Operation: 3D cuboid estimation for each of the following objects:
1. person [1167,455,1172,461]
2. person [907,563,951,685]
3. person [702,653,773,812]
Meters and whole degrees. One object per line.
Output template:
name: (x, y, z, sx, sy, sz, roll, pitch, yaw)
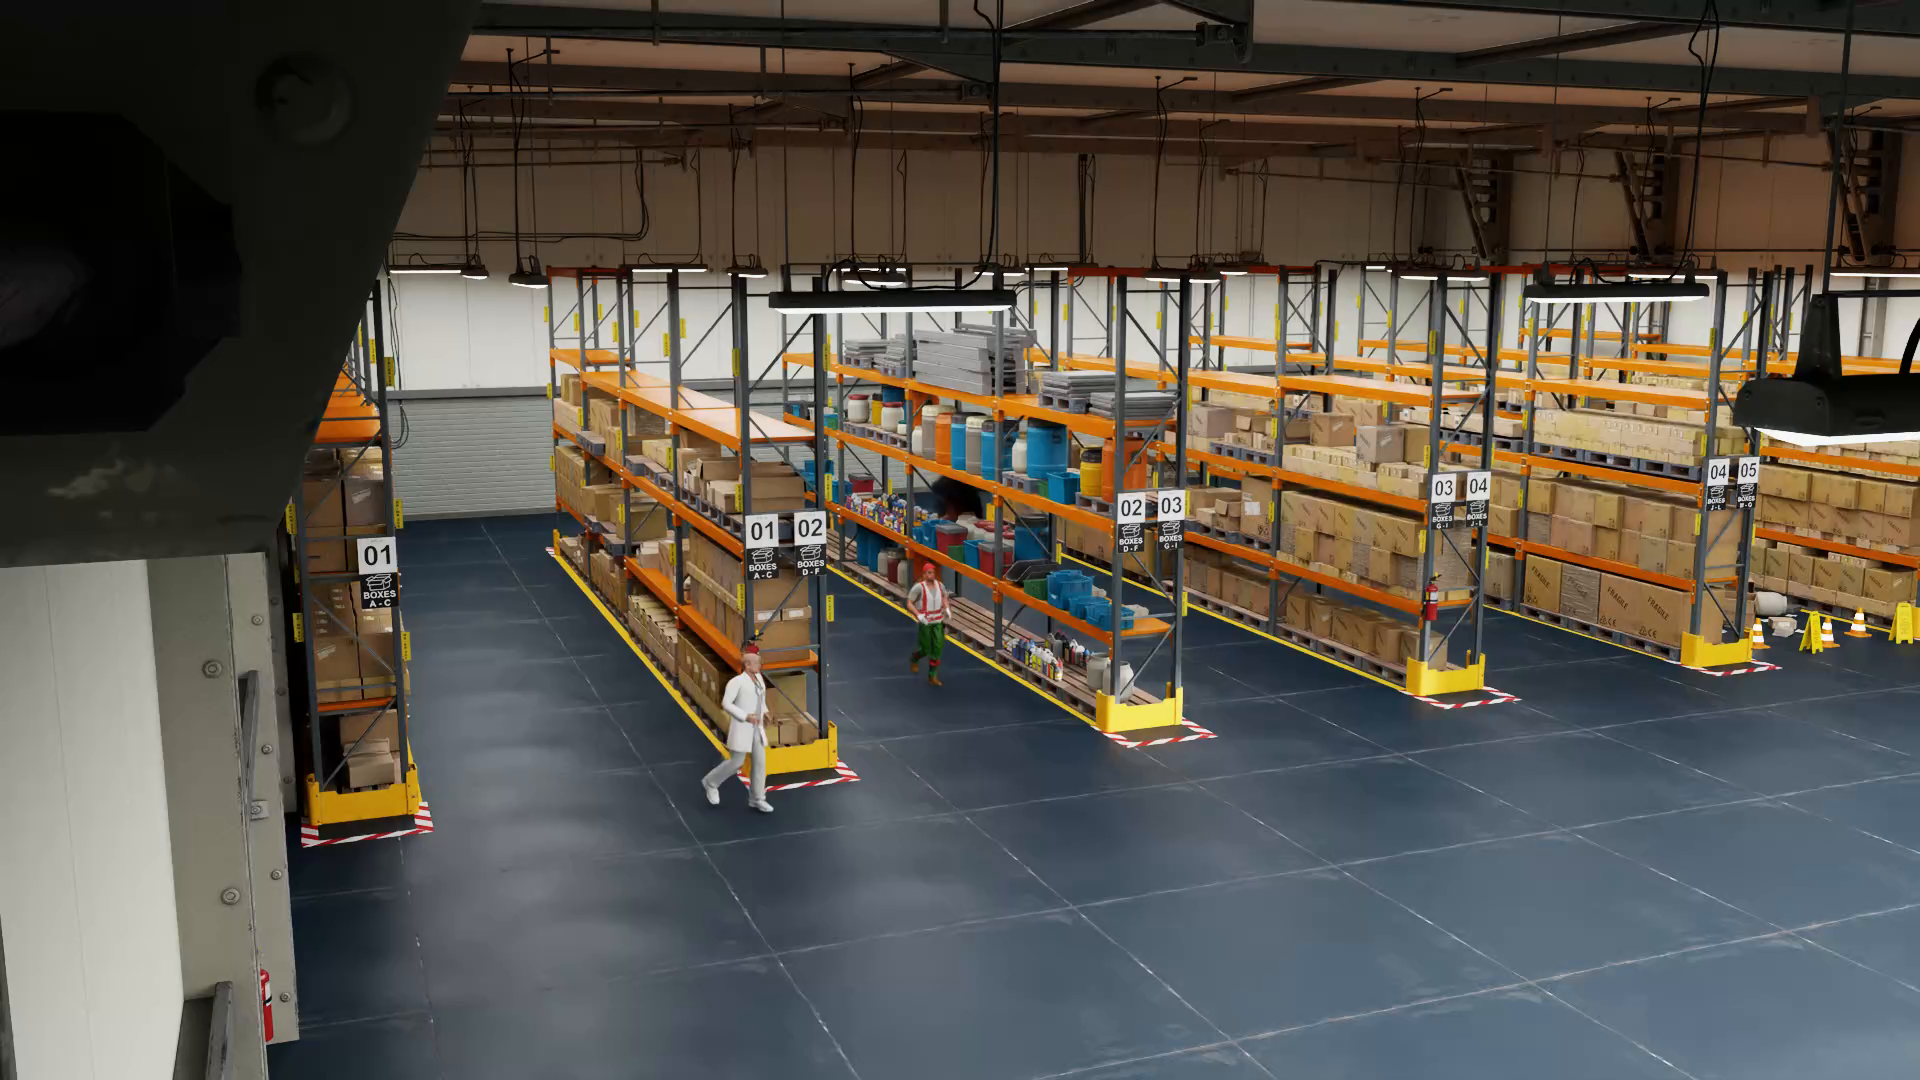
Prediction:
person: (4.729, -1.142, 38.372, 0.614, 1.646, 0.529, -4, 11, -20)
person: (-0.459, 1.202, 24.371, 0.683, 1.770, 0.717, -5, 11, -28)
person: (-2.431, 2.165, 19.109, 0.961, 1.752, 0.775, 6, 12, 31)
